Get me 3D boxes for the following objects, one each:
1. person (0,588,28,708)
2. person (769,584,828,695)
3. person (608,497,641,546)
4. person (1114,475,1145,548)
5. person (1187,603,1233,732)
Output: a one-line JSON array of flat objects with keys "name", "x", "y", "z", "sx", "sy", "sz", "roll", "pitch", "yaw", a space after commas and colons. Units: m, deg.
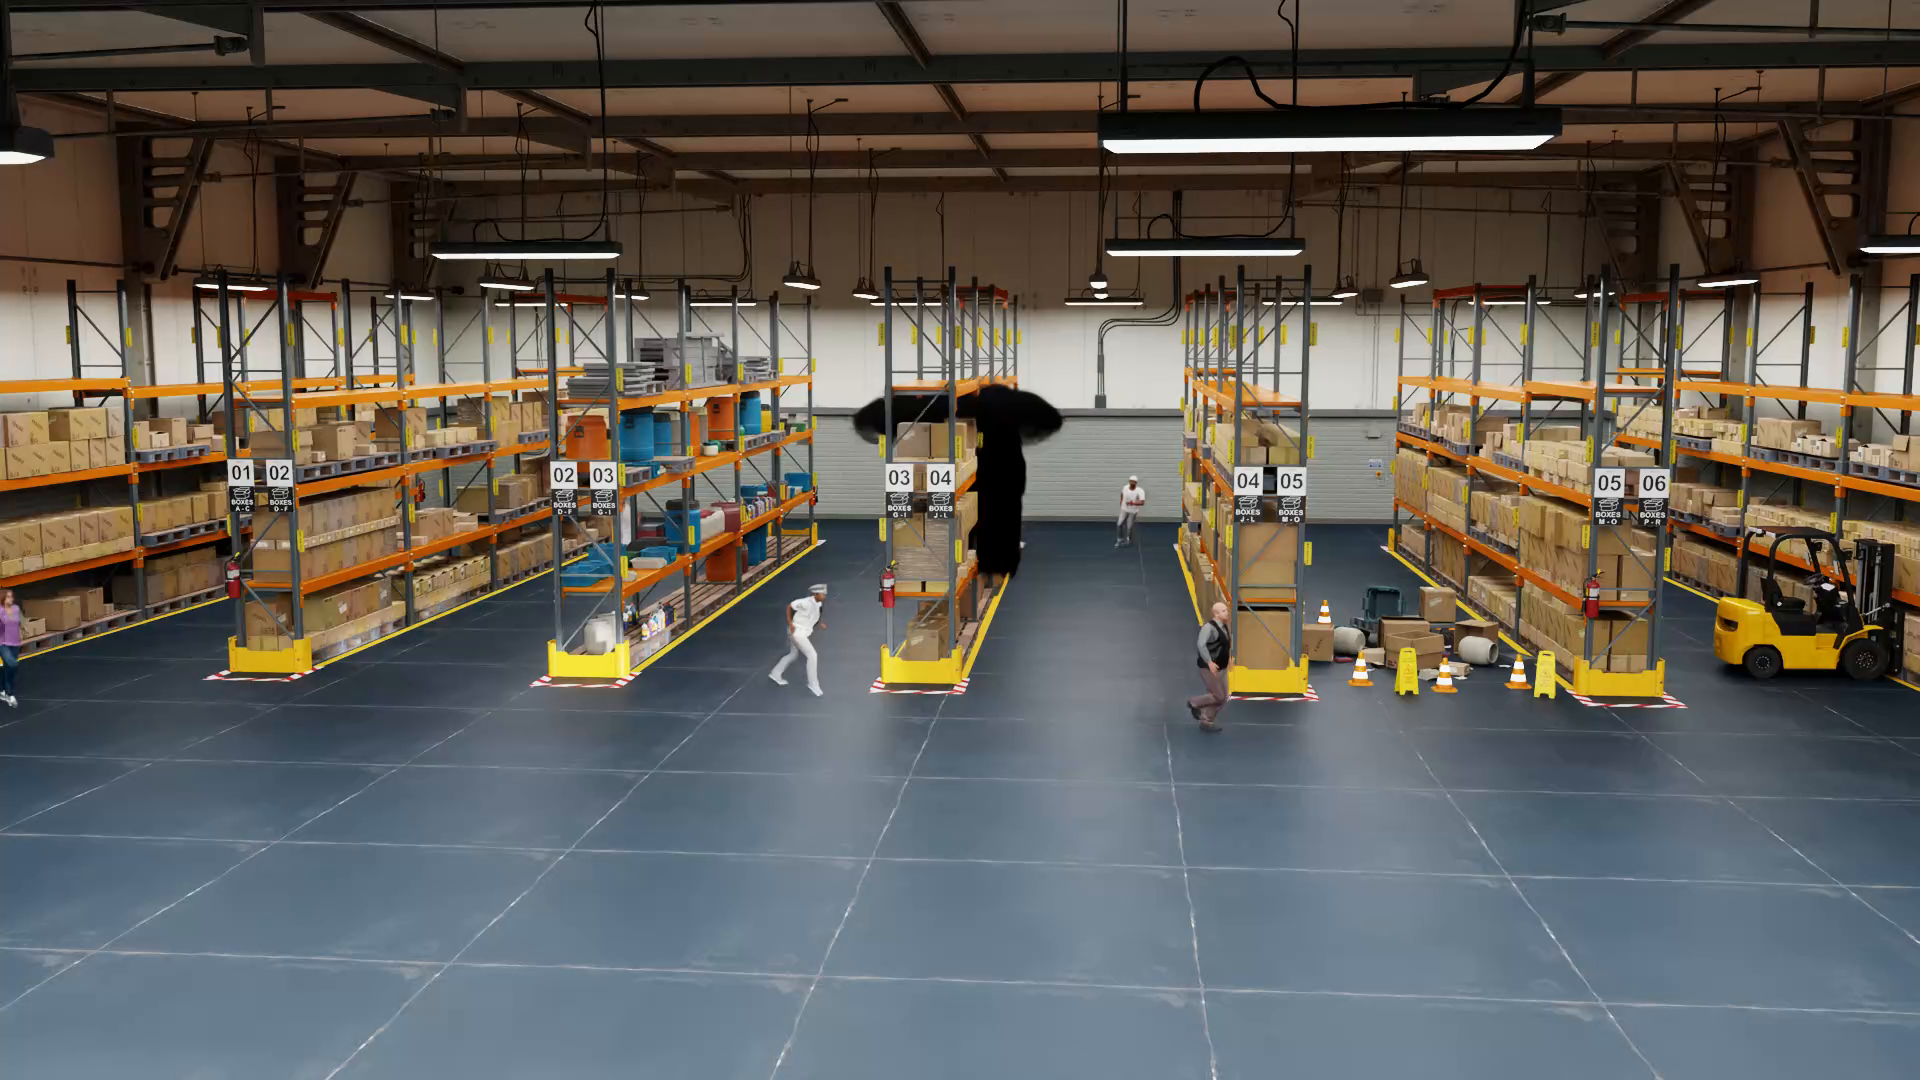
[{"name": "person", "x": -12.987, "y": 1.466, "z": 22.662, "sx": 0.773, "sy": 1.630, "sz": 0.508, "roll": 3, "pitch": 8, "yaw": 24}, {"name": "person", "x": -2.309, "y": 1.406, "z": 23.513, "sx": 0.978, "sy": 1.620, "sz": 0.621, "roll": 3, "pitch": 8, "yaw": 26}, {"name": "person", "x": -7.095, "y": -0.140, "z": 35.067, "sx": 0.639, "sy": 1.766, "sz": 0.777, "roll": 1, "pitch": 7, "yaw": 11}, {"name": "person", "x": 4.096, "y": -0.673, "z": 39.733, "sx": 0.732, "sy": 1.778, "sz": 0.669, "roll": 4, "pitch": 8, "yaw": 30}, {"name": "person", "x": 3.179, "y": 1.612, "z": 21.251, "sx": 0.556, "sy": 1.663, "sz": 0.657, "roll": 5, "pitch": 9, "yaw": 38}]
